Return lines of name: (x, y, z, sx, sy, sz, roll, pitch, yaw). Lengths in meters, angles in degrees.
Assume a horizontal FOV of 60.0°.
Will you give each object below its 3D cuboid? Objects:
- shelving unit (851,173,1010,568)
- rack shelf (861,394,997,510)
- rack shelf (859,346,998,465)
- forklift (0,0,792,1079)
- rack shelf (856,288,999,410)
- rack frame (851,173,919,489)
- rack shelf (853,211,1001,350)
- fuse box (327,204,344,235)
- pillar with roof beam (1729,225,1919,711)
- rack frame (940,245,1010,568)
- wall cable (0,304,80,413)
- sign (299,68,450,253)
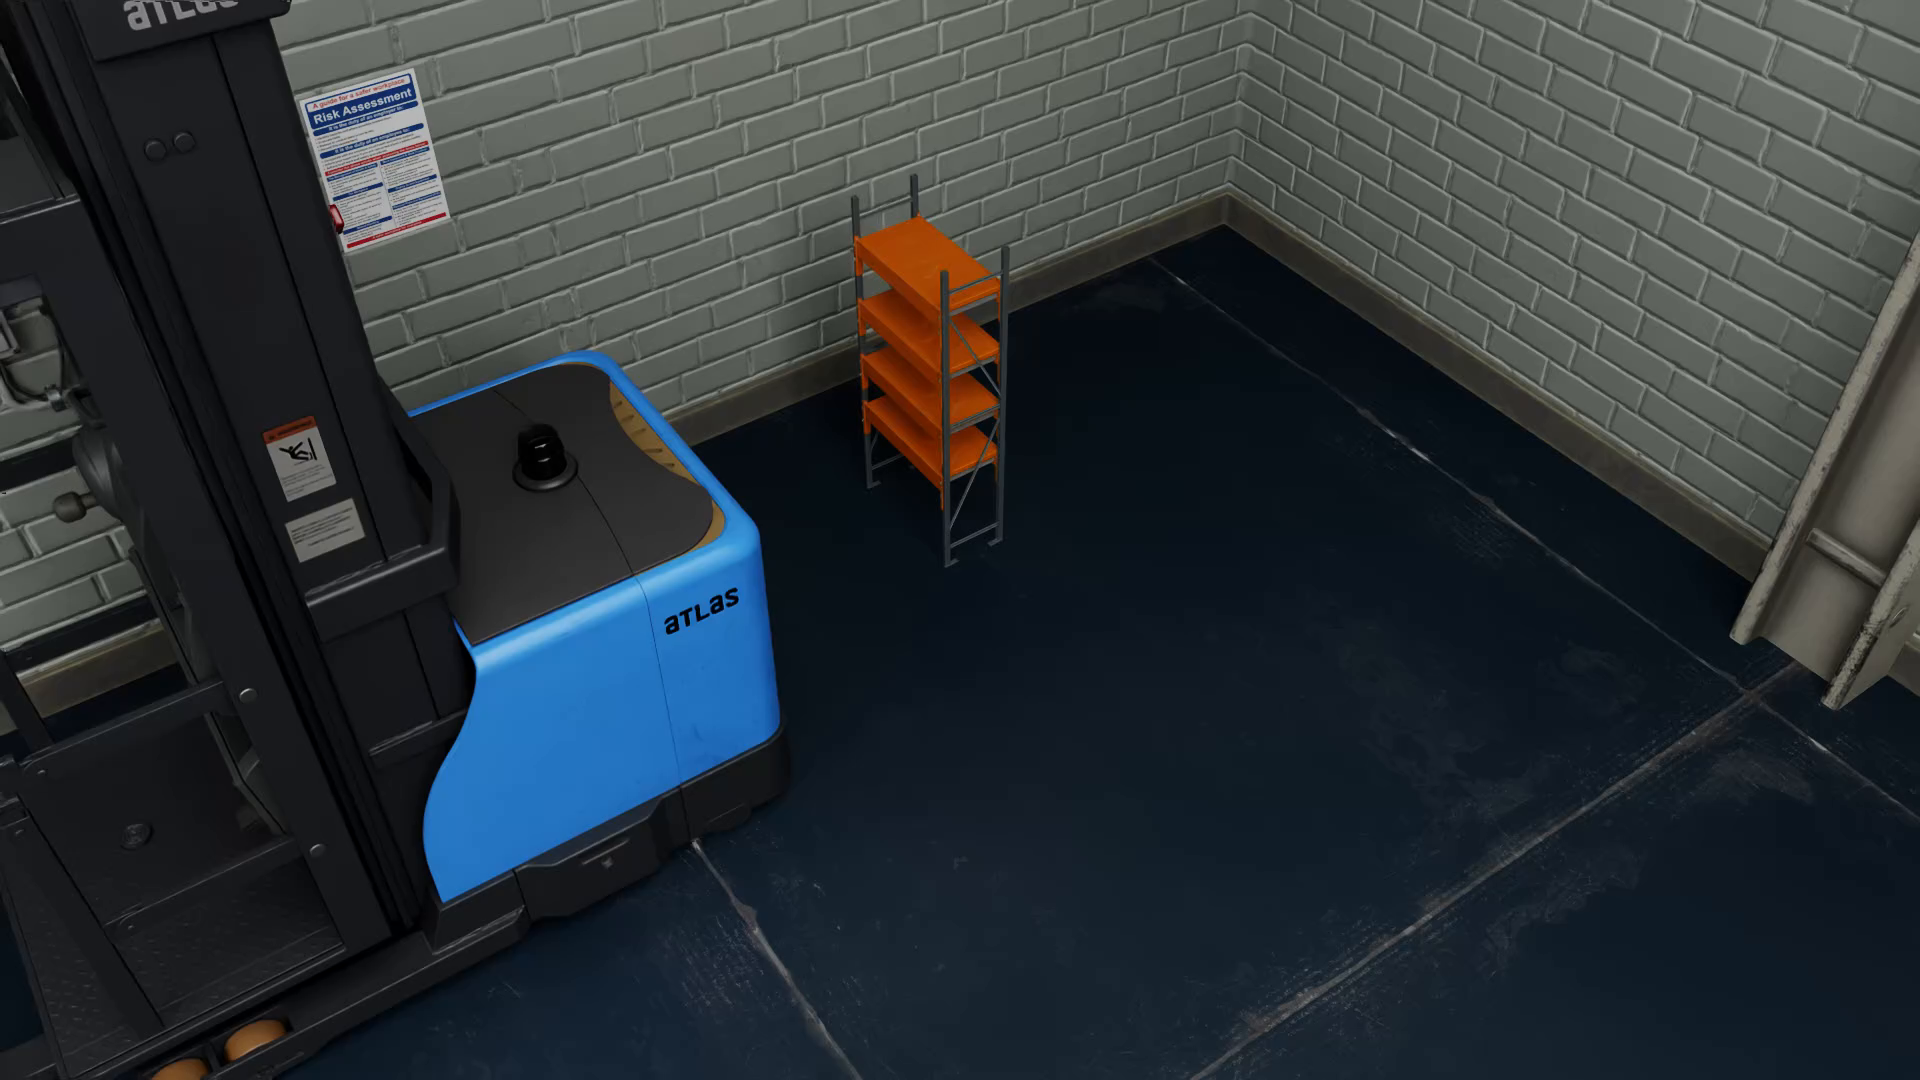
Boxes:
shelving unit: (-0.095, -0.528, 5.434, 0.258, 1.200, 0.503, -26, 49, -24)
rack shelf: (-0.095, -0.335, 5.617, 0.258, 0.148, 0.480, -26, 49, -24)
rack shelf: (-0.095, -0.479, 5.480, 0.258, 0.148, 0.480, -26, 49, -24)
forklift: (-2.004, -0.008, 3.635, 3.031, 2.935, 1.130, -25, 49, -24)
rack shelf: (-0.095, -0.641, 5.326, 0.258, 0.148, 0.480, -26, 49, -24)
rack frame: (-0.234, -0.666, 5.579, 0.240, 1.200, 0.015, -26, 49, -24)
rack shelf: (-0.095, -0.812, 5.163, 0.258, 0.148, 0.480, -26, 49, -24)
fuse box: (-1.960, -0.342, 4.869, 0.539, 1.711, 0.414, -26, 49, -24)
pillar with roof beam: (-0.787, -1.192, 0.482, 9.100, 9.000, 0.400, -26, 49, -24)
rack frame: (0.045, -0.390, 5.289, 0.240, 1.200, 0.015, -26, 49, -24)
wall cable: (-2.610, -0.995, 3.885, 0.588, 1.984, 0.122, -26, 49, -24)
sign: (-1.674, -1.086, 4.784, 0.329, 0.494, 0.001, -26, 49, -24)
